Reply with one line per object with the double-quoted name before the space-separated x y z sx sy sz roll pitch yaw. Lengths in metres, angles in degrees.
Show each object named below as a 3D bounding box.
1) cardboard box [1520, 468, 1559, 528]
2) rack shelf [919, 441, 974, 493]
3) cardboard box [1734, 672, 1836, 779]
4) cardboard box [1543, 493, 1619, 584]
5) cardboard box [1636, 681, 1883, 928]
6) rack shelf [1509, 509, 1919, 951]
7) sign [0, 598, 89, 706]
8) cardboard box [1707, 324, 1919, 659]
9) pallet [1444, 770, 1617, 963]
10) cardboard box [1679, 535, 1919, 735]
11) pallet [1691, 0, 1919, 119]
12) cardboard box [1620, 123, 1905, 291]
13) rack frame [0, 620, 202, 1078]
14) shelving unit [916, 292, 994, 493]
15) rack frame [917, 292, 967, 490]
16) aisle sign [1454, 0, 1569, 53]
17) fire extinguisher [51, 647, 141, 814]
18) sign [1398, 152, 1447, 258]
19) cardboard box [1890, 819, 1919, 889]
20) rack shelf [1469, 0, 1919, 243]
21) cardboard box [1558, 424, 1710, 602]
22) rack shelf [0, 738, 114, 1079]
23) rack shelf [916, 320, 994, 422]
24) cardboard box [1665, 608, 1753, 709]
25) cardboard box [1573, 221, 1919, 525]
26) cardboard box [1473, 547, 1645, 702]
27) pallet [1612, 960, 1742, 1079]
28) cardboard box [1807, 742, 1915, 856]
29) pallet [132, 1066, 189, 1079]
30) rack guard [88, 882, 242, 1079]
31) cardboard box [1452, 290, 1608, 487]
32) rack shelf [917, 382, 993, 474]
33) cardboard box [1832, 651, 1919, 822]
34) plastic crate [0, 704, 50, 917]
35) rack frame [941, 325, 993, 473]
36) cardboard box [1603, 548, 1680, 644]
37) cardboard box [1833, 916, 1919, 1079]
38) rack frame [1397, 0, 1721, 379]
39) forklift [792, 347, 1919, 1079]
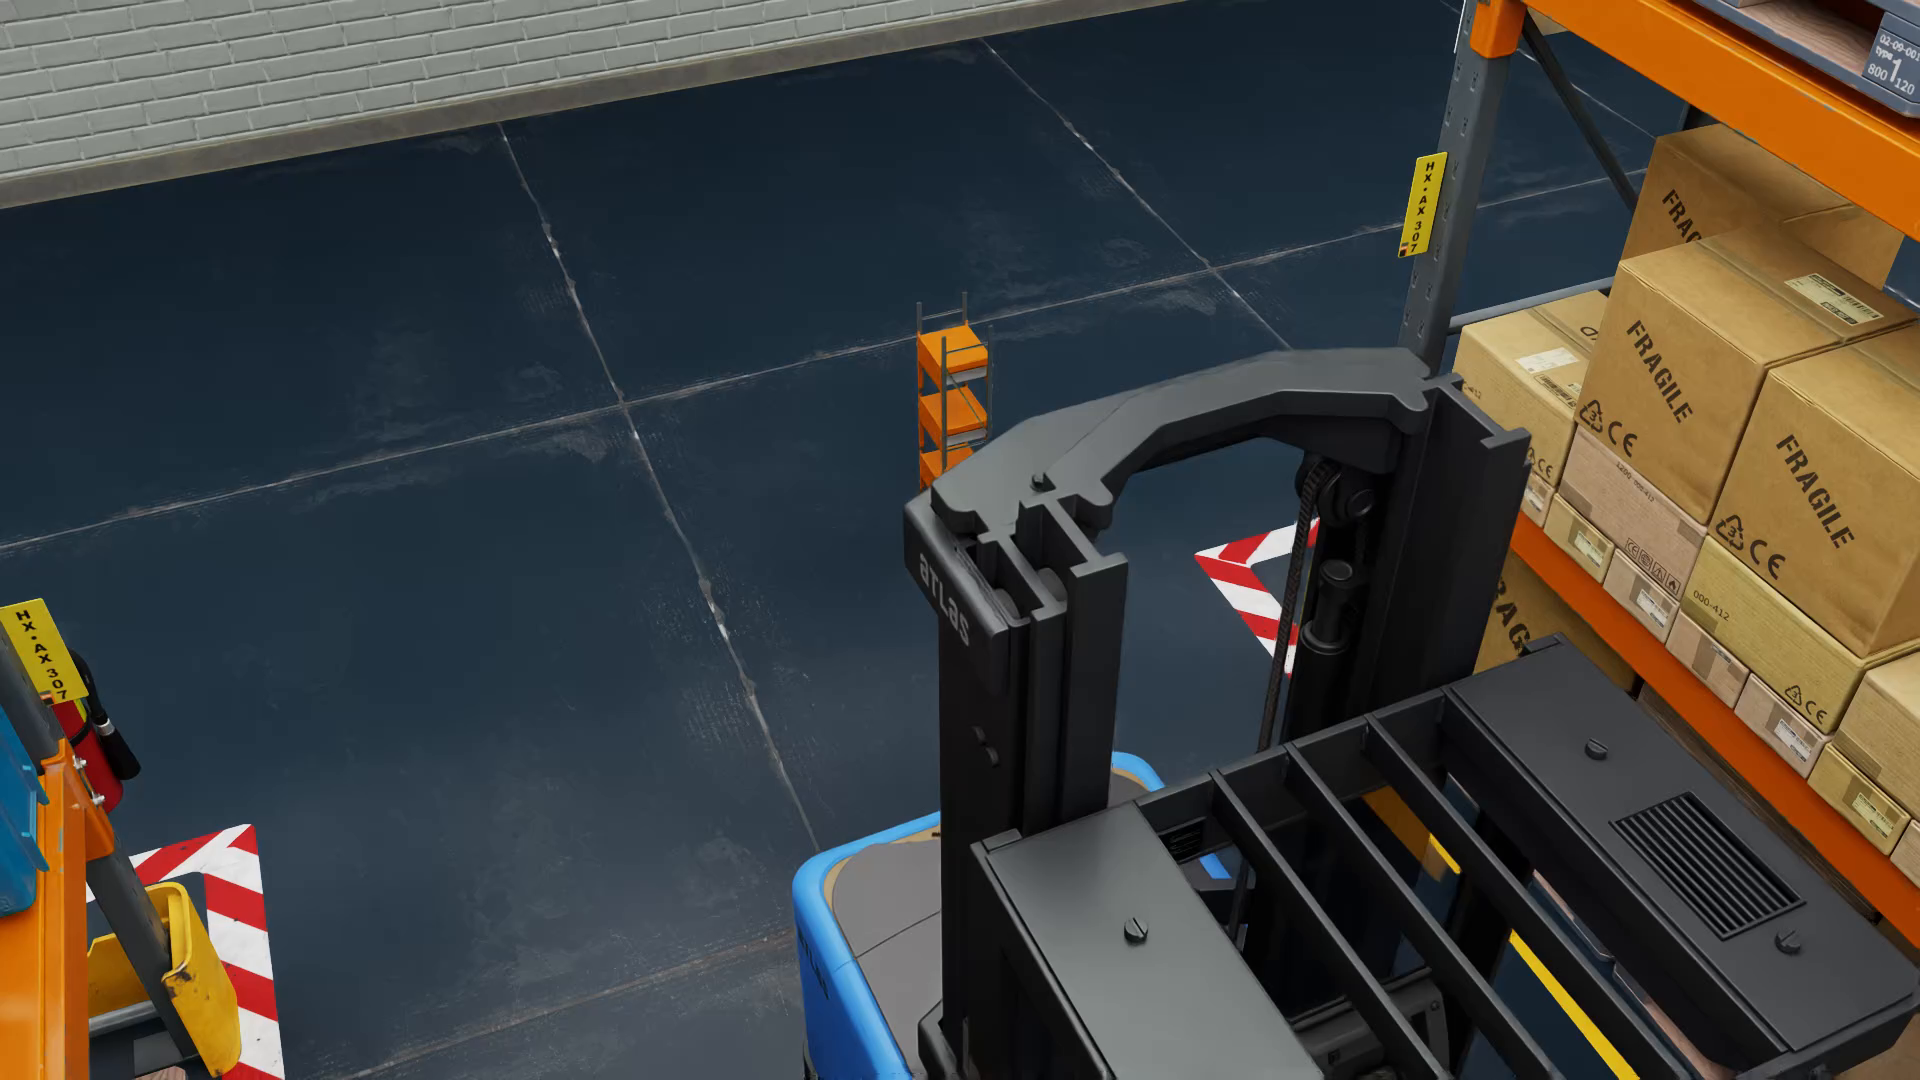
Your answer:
"cardboard box" 1.797 -0.208 4.884 0.380 0.149 0.250 -16 43 -17
"rack shelf" -0.020 -0.212 6.633 0.215 0.259 0.240 -15 43 -17
"cardboard box" 2.191 0.412 4.163 0.380 0.149 0.250 -16 43 -17
"cardboard box" 1.895 -0.054 4.704 0.380 0.149 0.250 -16 43 -18
"cardboard box" 2.533 0.807 4.819 0.875 0.875 0.875 -15 43 -17
"rack shelf" 2.632 0.724 4.159 1.077 0.370 4.000 -15 43 -17
"sign" -2.208 0.273 4.006 0.100 0.325 0.005 -15 43 -17
"cardboard box" 2.196 -0.125 3.907 0.500 0.500 0.500 -16 43 -18
"pallet" 2.244 0.766 5.697 1.003 0.211 1.213 -15 43 -17
"cardboard box" 2.194 0.162 4.148 0.500 0.250 0.500 -16 43 -18
"pallet" 2.160 -1.413 3.860 1.003 0.211 1.213 -15 43 -17
"cardboard box" 2.295 -0.866 4.768 0.500 0.500 0.500 -15 43 -16
"rack frame" -2.710 0.482 3.889 1.000 3.000 0.127 -15 43 -17
"shelving unit" -0.020 -0.430 6.445 0.215 1.050 0.252 -15 43 -17
"rack frame" -0.067 -0.504 6.531 0.200 1.050 0.008 -15 43 -17
"aisle sign" 1.562 -1.708 4.441 0.394 0.787 0.004 -15 43 -17
"fire extinguisher" -2.348 0.449 4.273 0.296 0.674 0.183 -15 43 -17
"sign" 1.351 -0.977 4.861 0.100 0.325 0.005 -15 43 -17
"cardboard box" 2.389 0.722 3.803 0.380 0.149 0.250 -14 43 -16
"rack shelf" 2.632 -0.413 3.181 1.077 0.370 4.000 -15 43 -17
"cardboard box" 2.005 -0.141 4.501 0.500 0.250 0.500 -16 43 -17
"rack shelf" -1.945 1.960 2.722 1.077 0.370 4.000 -15 43 -17
"rack shelf" -0.020 -0.637 6.267 0.215 0.259 0.240 -15 43 -17
"cardboard box" 2.092 0.257 4.344 0.380 0.149 0.250 -16 43 -18
"cardboard box" 1.992 -0.436 4.268 0.500 0.500 0.500 -16 43 -18
"cardboard box" 2.185 0.259 5.456 0.875 0.875 0.875 -15 43 -17
"pallet" 2.707 1.500 4.844 1.003 0.211 1.213 -15 43 -17
"cardboard box" 2.287 0.564 3.986 0.380 0.149 0.250 -16 43 -18
"pallet" -2.430 2.046 4.209 1.003 0.211 1.213 -15 43 -17
"rack guard" -2.731 1.419 4.717 1.175 0.500 0.348 -15 43 -17
"cardboard box" 1.800 -0.453 4.863 0.500 0.250 0.500 -16 43 -18
"rack shelf" -0.020 -0.422 6.452 0.215 0.259 0.240 -15 43 -17
"cardboard box" 2.399 0.475 3.784 0.500 0.250 0.500 -16 43 -18
"plastic crate" -2.409 0.601 3.677 0.616 0.435 0.499 -15 43 -17
"rack frame" 0.026 -0.357 6.360 0.200 1.050 0.008 -15 43 -17
"cardboard box" 1.996 0.103 4.522 0.380 0.149 0.250 -16 43 -18
"cardboard box" 2.874 1.343 4.195 0.875 0.875 0.875 -15 43 -17
"rack frame" 1.866 -0.753 5.326 1.000 3.000 0.127 -15 43 -17
"forklift" 0.633 1.256 3.042 1.130 2.935 3.031 -17 43 -18
